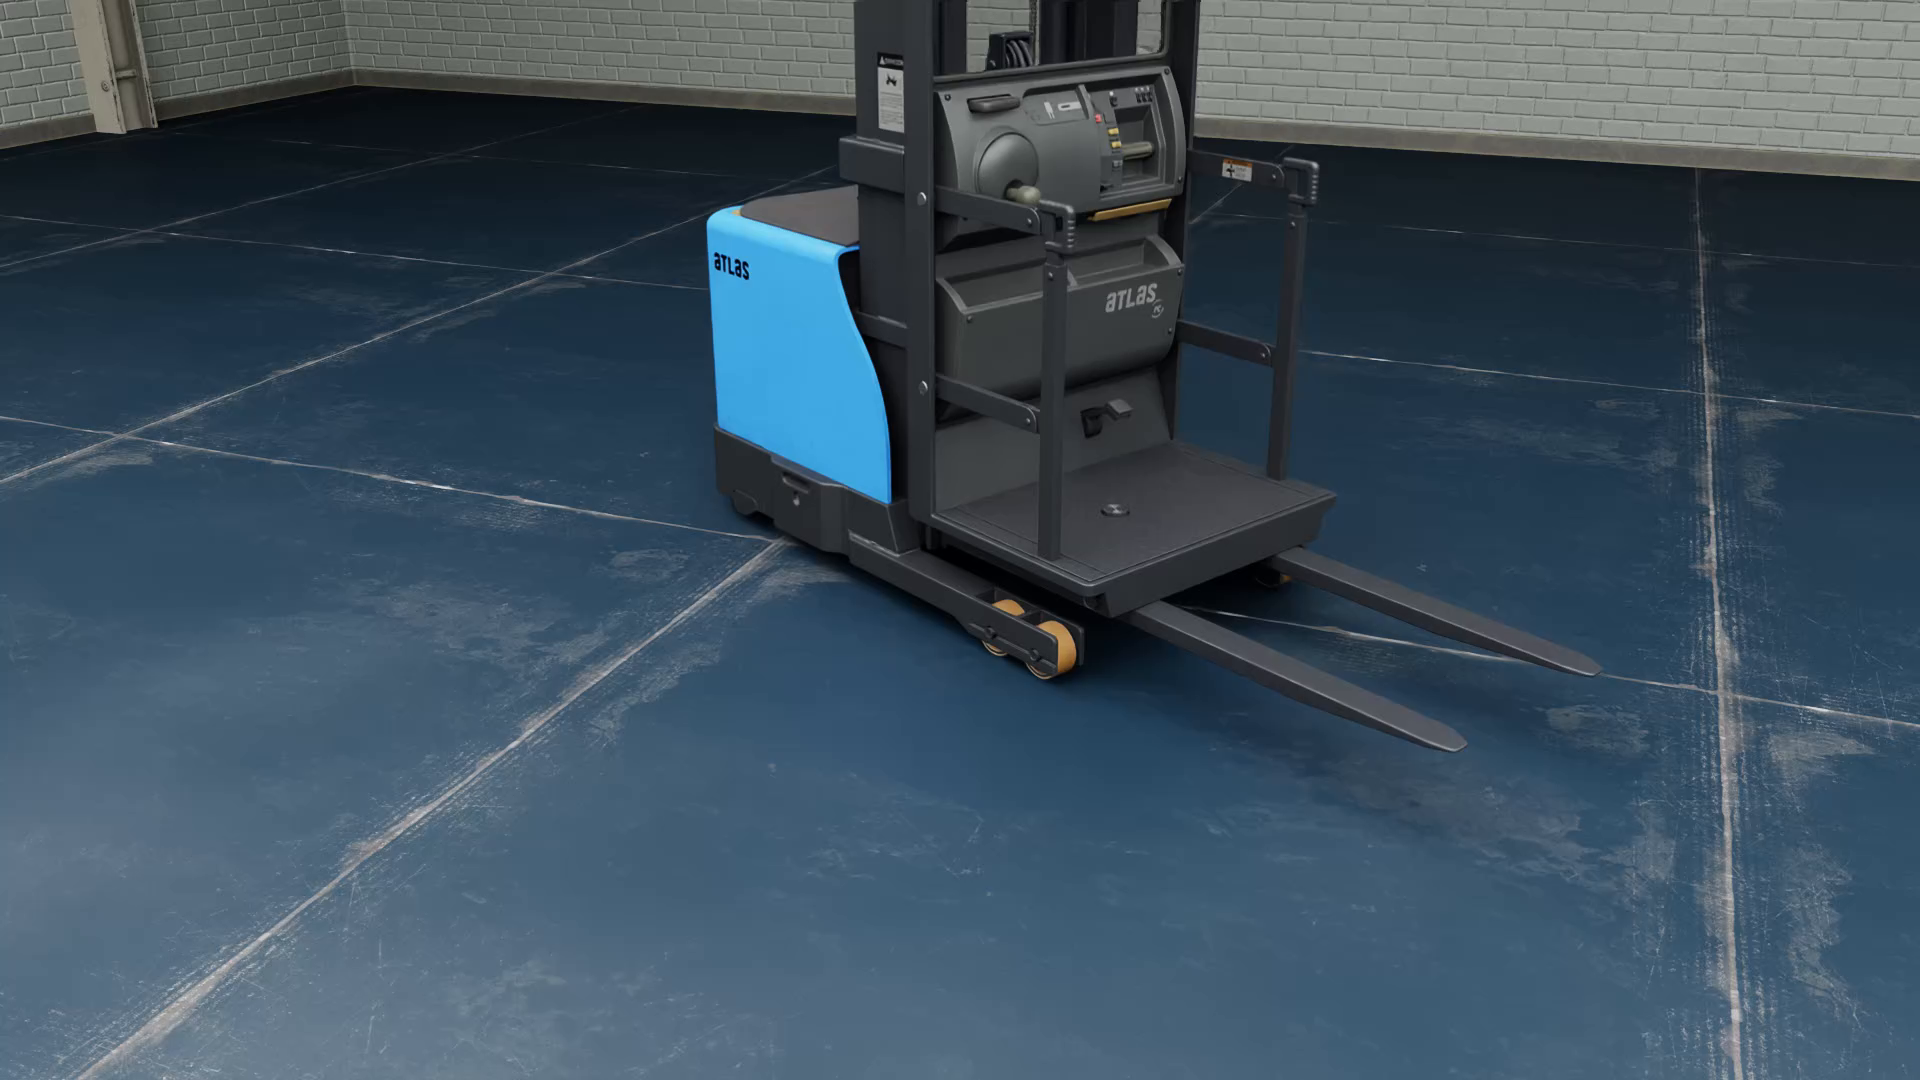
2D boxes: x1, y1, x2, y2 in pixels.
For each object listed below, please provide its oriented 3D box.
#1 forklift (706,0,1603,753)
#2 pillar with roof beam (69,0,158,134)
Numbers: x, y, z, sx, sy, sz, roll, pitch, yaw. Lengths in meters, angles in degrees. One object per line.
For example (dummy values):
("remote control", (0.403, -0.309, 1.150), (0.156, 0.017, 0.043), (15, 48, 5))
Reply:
("forklift", (0.456, -1.170, 4.749), (1.130, 2.935, 3.031), (-18, 29, -37))
("pillar with roof beam", (-3.054, -7.011, 10.861), (9.100, 9.000, 0.400), (9, 24, 20))
